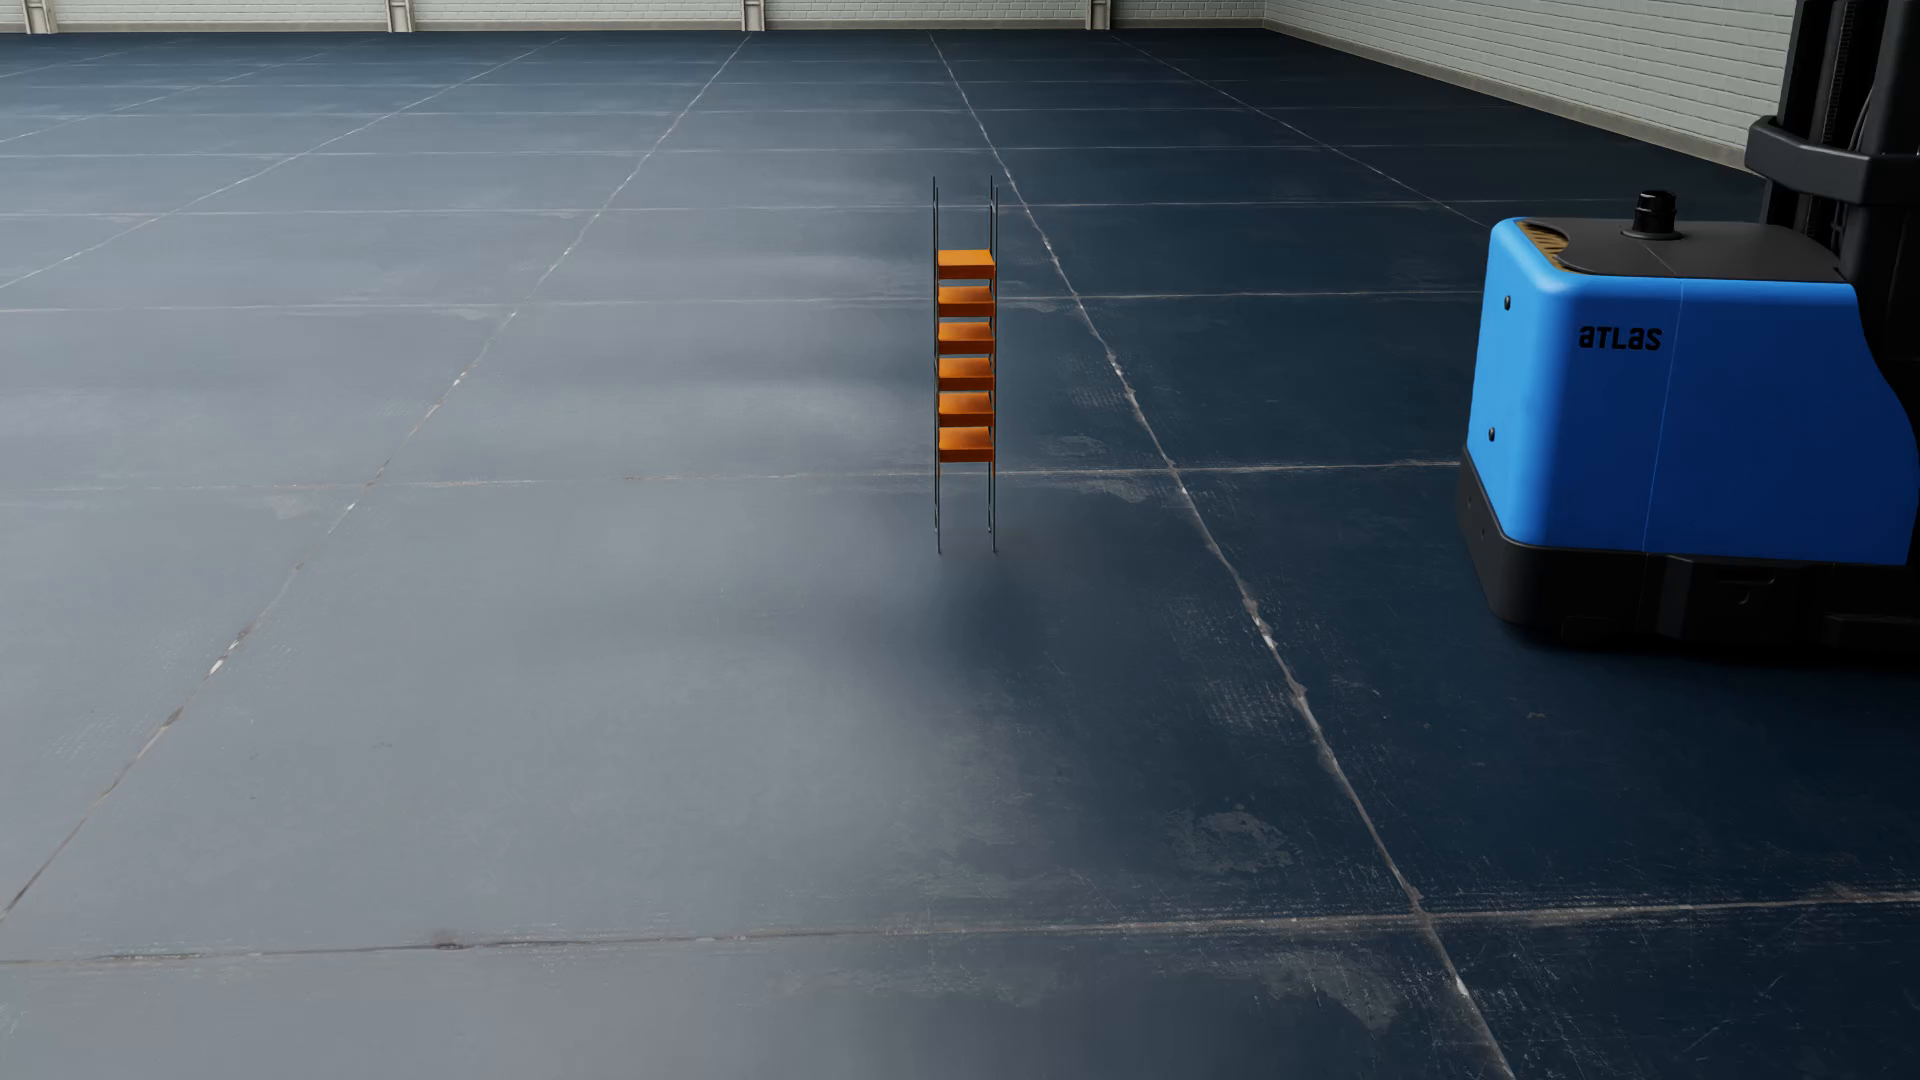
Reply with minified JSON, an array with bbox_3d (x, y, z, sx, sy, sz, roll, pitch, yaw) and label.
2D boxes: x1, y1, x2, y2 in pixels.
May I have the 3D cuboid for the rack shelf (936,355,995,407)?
[{"bbox_3d":[0.014,-0.520,5.424,0.180,0.103,0.258,-1,21,-3],"label":"rack shelf"}]

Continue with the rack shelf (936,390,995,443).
[{"bbox_3d":[0.014,-0.407,5.467,0.180,0.103,0.258,-1,21,-3],"label":"rack shelf"}]

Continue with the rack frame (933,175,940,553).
[{"bbox_3d":[-0.077,-0.559,5.403,0.006,1.200,0.240,-1,21,-3],"label":"rack frame"}]

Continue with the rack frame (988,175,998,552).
[{"bbox_3d":[0.106,-0.563,5.413,0.006,1.200,0.240,-1,21,-3],"label":"rack frame"}]

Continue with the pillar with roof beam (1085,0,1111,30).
[{"bbox_3d":[2.659,-11.644,23.557,0.400,9.000,9.100,-1,21,-3],"label":"pillar with roof beam"}]

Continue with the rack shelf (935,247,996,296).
[{"bbox_3d":[0.014,-0.856,5.296,0.180,0.103,0.258,-1,21,-3],"label":"rack shelf"}]

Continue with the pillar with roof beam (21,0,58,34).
[{"bbox_3d":[-15.311,-11.278,22.597,0.400,9.000,9.100,-1,21,-3],"label":"pillar with roof beam"}]

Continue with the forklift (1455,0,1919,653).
[{"bbox_3d":[3.118,-1.163,4.556,3.031,2.935,1.130,3,21,8],"label":"forklift"}]

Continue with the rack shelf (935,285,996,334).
[{"bbox_3d":[0.014,-0.744,5.339,0.180,0.103,0.258,-1,21,-3],"label":"rack shelf"}]

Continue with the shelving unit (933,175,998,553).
[{"bbox_3d":[0.014,-0.561,5.408,0.189,1.200,0.258,-1,21,-3],"label":"shelving unit"}]

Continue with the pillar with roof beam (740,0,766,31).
[{"bbox_3d":[-3.331,-11.522,23.237,0.400,9.000,9.100,-1,21,-3],"label":"pillar with roof beam"}]

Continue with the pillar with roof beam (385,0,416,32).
[{"bbox_3d":[-9.321,-11.400,22.917,0.400,9.000,9.100,-1,21,-3],"label":"pillar with roof beam"}]

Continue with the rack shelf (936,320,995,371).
[{"bbox_3d":[0.014,-0.632,5.381,0.180,0.103,0.258,-1,21,-3],"label":"rack shelf"}]

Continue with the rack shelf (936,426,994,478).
[{"bbox_3d":[0.014,-0.295,5.509,0.180,0.103,0.258,-1,21,-3],"label":"rack shelf"}]
